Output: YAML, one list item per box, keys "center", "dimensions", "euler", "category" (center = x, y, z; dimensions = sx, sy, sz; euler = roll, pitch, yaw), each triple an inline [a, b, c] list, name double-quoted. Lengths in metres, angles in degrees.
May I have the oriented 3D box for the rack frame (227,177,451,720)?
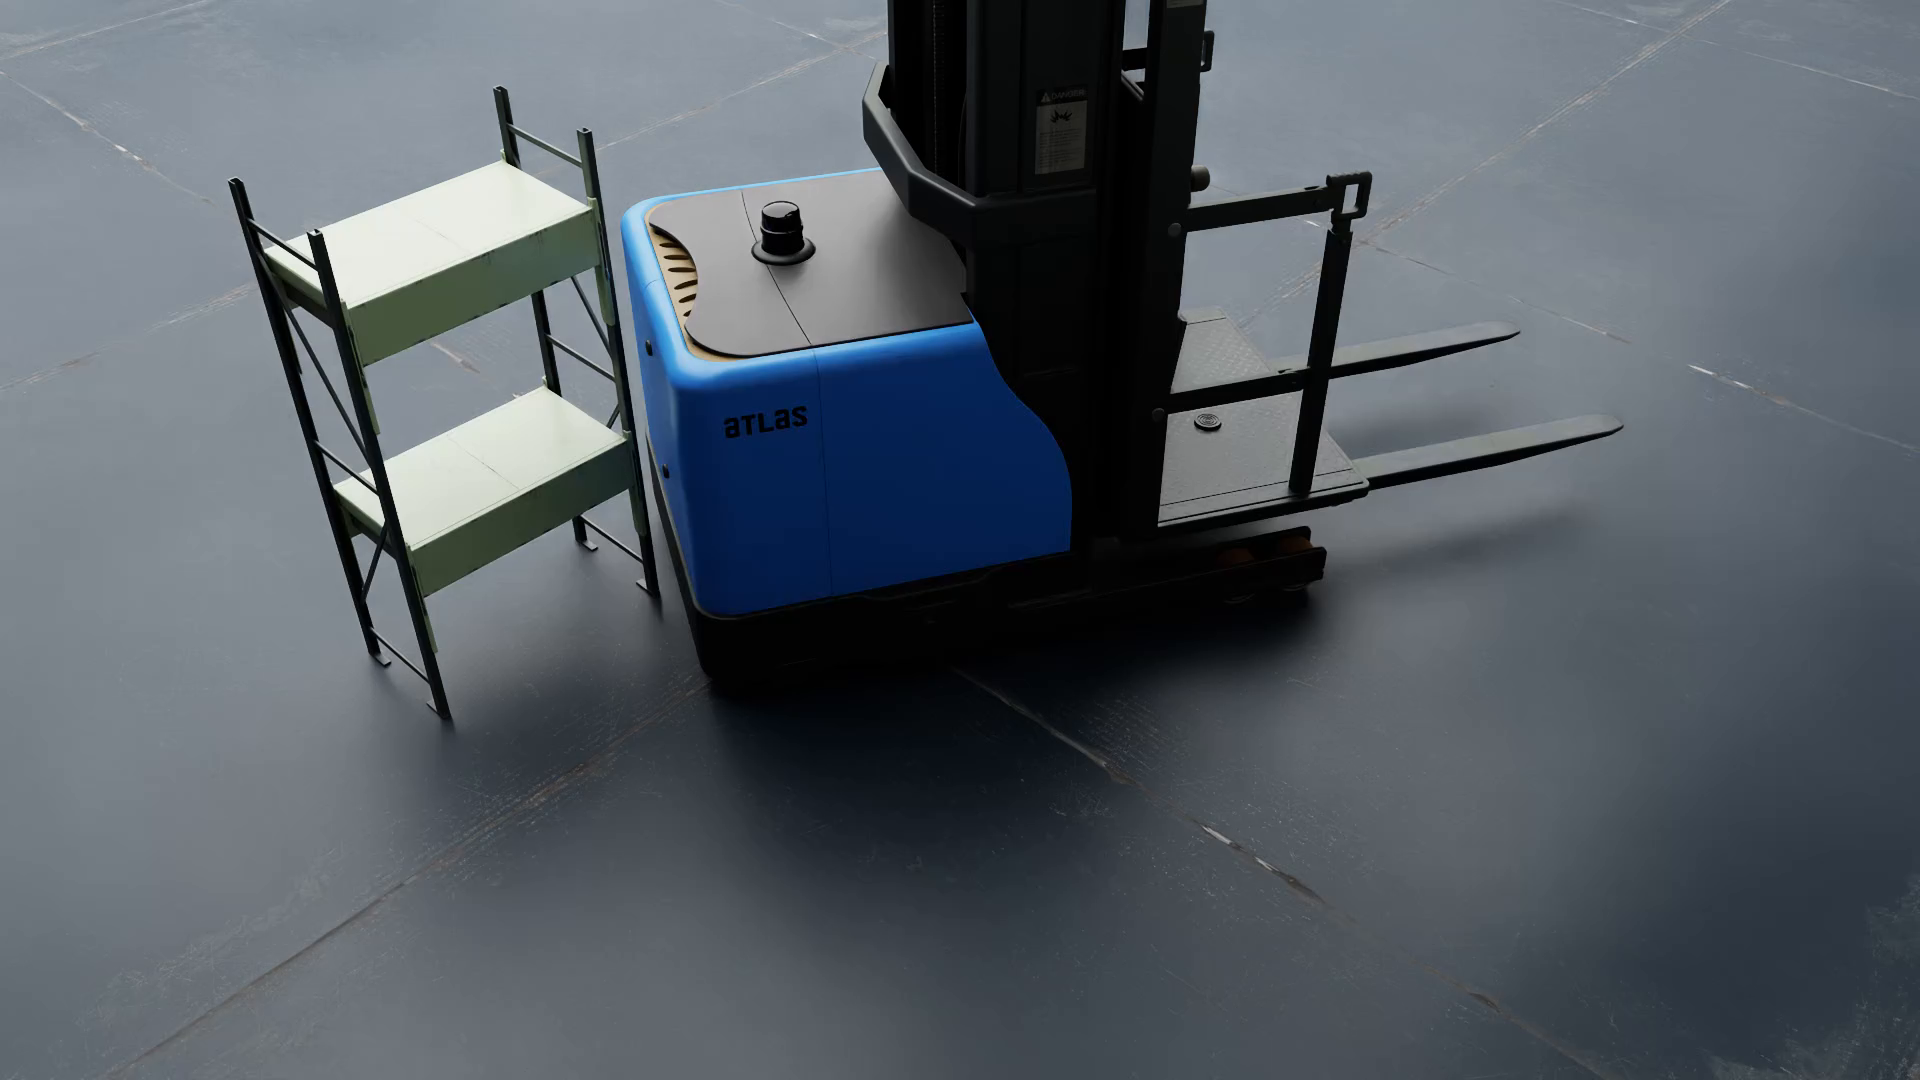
- center: [-1.570, -0.178, 4.269]
  dimensions: [0.400, 1.500, 0.023]
  euler: [31, 48, 33]
  category: "rack frame"

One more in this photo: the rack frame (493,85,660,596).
- center: [-1.063, -0.507, 4.683]
  dimensions: [0.400, 1.500, 0.023]
  euler: [31, 48, 33]
  category: "rack frame"

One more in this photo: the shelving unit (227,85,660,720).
- center: [-1.316, -0.343, 4.476]
  dimensions: [0.431, 1.500, 0.755]
  euler: [31, 48, 33]
  category: "shelving unit"

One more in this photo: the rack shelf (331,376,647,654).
- center: [-1.316, -0.087, 4.679]
  dimensions: [0.431, 0.370, 0.720]
  euler: [31, 48, 33]
  category: "rack shelf"

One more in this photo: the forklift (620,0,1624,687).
- center: [0.595, -1.261, 4.481]
  dimensions: [3.031, 2.935, 1.130]
  euler: [-11, 40, -13]
  category: "forklift"

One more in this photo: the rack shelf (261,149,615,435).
- center: [-1.316, -0.648, 4.233]
  dimensions: [0.431, 0.370, 0.720]
  euler: [31, 48, 33]
  category: "rack shelf"
